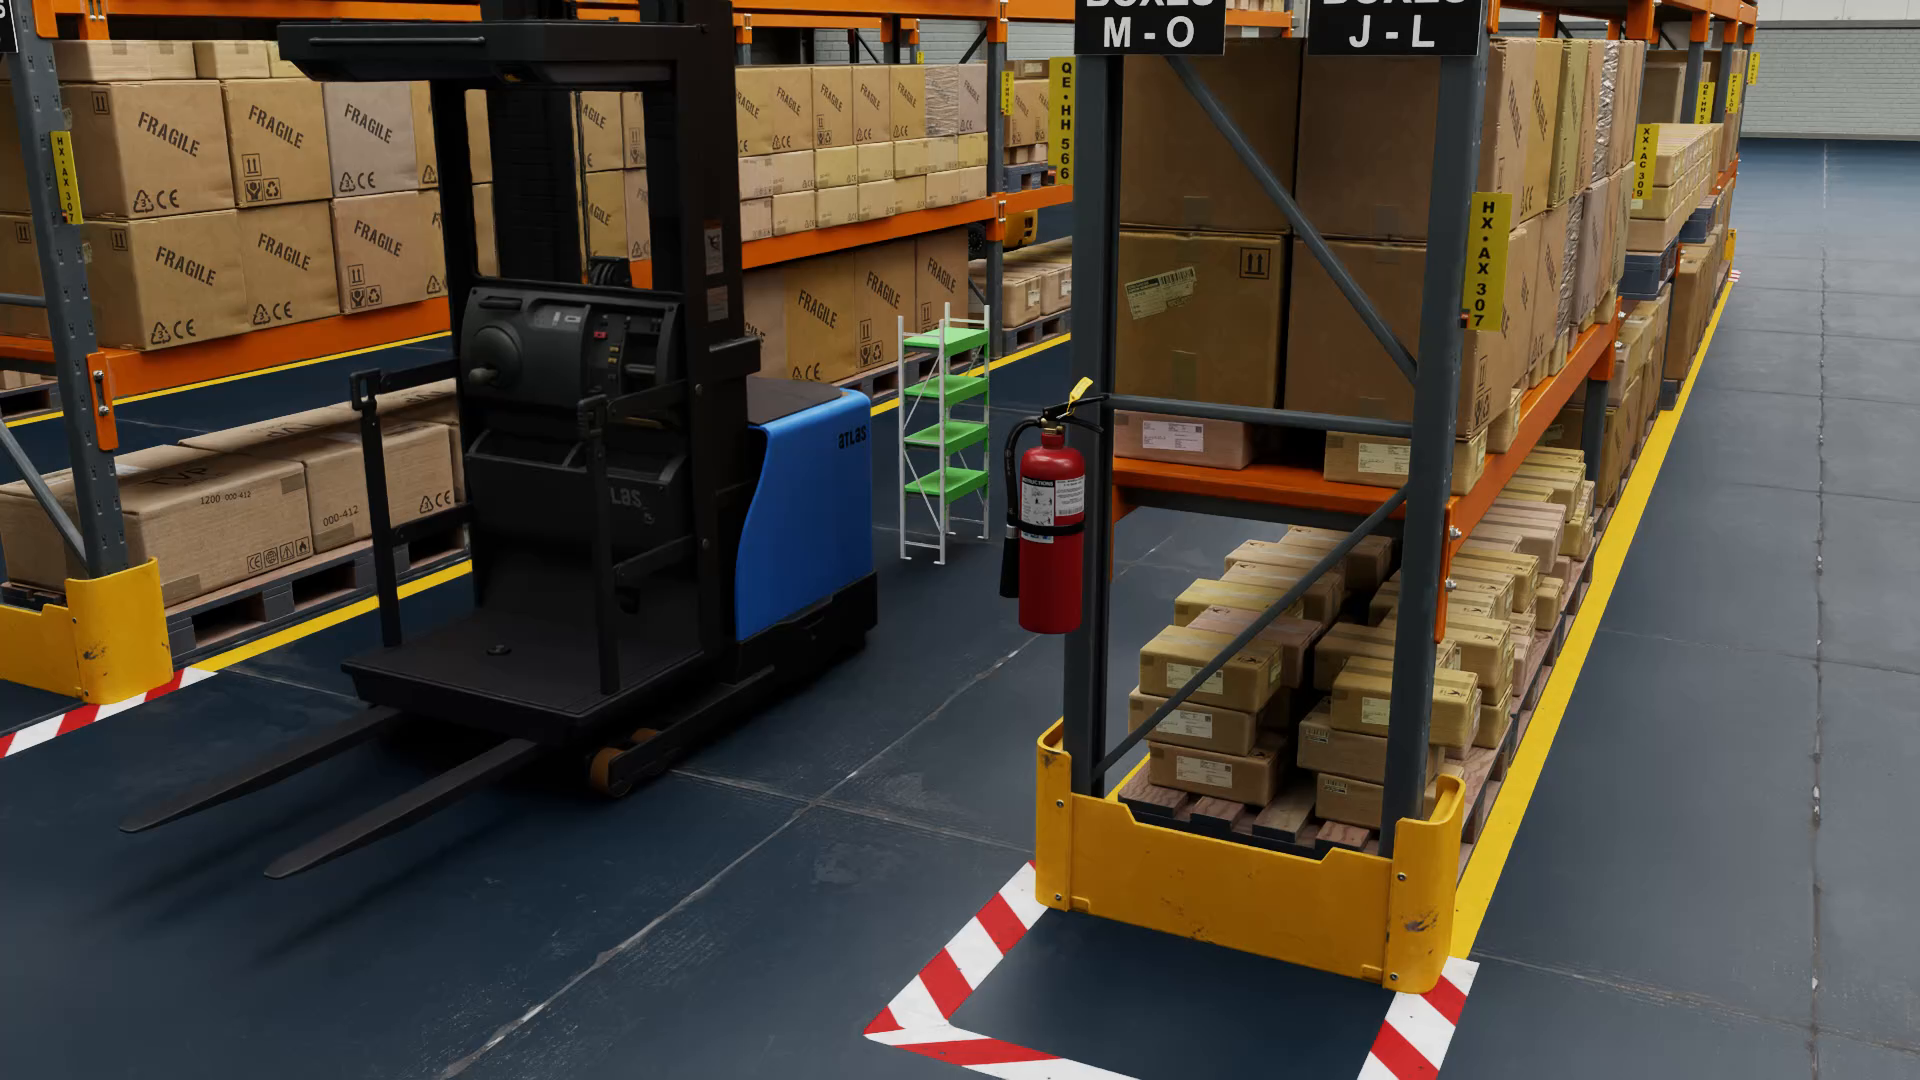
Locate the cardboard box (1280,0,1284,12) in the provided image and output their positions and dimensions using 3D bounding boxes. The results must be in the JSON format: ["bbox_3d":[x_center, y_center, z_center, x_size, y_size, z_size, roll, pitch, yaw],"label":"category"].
[{"bbox_3d":[3.534,-6.187,19.261,0.380,0.149,0.250,8,18,26],"label":"cardboard box"}]

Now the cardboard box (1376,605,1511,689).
[{"bbox_3d":[1.548,0.340,5.337,0.380,0.149,0.250,8,18,25],"label":"cardboard box"}]

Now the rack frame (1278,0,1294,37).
[{"bbox_3d":[3.443,-4.996,20.078,1.000,3.000,0.127,8,18,25],"label":"rack frame"}]

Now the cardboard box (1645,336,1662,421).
[{"bbox_3d":[4.046,-1.025,10.360,0.500,0.500,0.500,9,19,28],"label":"cardboard box"}]

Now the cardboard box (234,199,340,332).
[{"bbox_3d":[-3.034,-1.187,7.077,0.500,0.500,0.500,8,18,25],"label":"cardboard box"}]

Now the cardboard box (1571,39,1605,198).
[{"bbox_3d":[1.902,-1.457,5.706,0.500,0.500,0.500,7,18,24],"label":"cardboard box"}]

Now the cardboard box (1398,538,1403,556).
[{"bbox_3d":[1.639,-0.057,6.674,0.380,0.149,0.250,7,18,23],"label":"cardboard box"}]

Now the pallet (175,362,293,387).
[{"bbox_3d":[-6.032,-1.446,13.021,1.003,0.211,1.213,8,18,25],"label":"pallet"}]

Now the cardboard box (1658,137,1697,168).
[{"bbox_3d":[3.719,-2.073,8.895,0.380,0.149,0.250,9,19,27],"label":"cardboard box"}]

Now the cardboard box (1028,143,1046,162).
[{"bbox_3d":[0.499,-3.230,13.836,0.380,0.149,0.250,7,18,22],"label":"cardboard box"}]

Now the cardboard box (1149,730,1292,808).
[{"bbox_3d":[0.815,0.688,5.210,0.380,0.149,0.250,8,19,26],"label":"cardboard box"}]

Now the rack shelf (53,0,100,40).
[{"bbox_3d":[-7.255,-3.154,9.870,1.077,0.370,4.000,8,18,25],"label":"rack shelf"}]

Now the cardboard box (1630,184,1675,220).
[{"bbox_3d":[3.142,-1.601,7.828,0.380,0.149,0.250,8,19,26],"label":"cardboard box"}]

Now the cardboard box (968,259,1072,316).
[{"bbox_3d":[0.452,-2.232,14.648,0.950,0.372,0.625,8,18,24],"label":"cardboard box"}]

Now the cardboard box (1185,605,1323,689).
[{"bbox_3d":[0.940,0.339,5.338,0.380,0.149,0.250,8,19,26],"label":"cardboard box"}]

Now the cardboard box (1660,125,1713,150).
[{"bbox_3d":[4.418,-2.474,10.244,0.380,0.149,0.250,8,18,25],"label":"cardboard box"}]

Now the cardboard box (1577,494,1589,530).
[{"bbox_3d":[2.588,-0.122,7.414,0.380,0.149,0.250,7,18,23],"label":"cardboard box"}]

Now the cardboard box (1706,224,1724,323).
[{"bbox_3d":[5.932,-2.327,14.304,1.050,0.750,0.750,8,18,25],"label":"cardboard box"}]

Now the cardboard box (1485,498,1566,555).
[{"bbox_3d":[2.220,-0.061,6.685,0.380,0.149,0.250,7,18,23],"label":"cardboard box"}]

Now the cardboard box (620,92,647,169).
[{"bbox_3d":[-1.883,-2.312,9.108,0.500,0.500,0.500,8,18,25],"label":"cardboard box"}]

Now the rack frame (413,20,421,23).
[{"bbox_3d":[-4.574,-3.589,15.340,1.000,3.000,0.127,8,18,25],"label":"rack frame"}]

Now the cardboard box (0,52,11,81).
[{"bbox_3d":[-3.725,-1.876,6.501,0.380,0.149,0.250,8,18,26],"label":"cardboard box"}]

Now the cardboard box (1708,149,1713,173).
[{"bbox_3d":[4.528,-2.394,10.499,0.380,0.149,0.250,9,19,27],"label":"cardboard box"}]

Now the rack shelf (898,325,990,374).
[{"bbox_3d":[-0.074,-0.932,8.093,0.258,0.148,0.480,8,18,25],"label":"rack shelf"}]

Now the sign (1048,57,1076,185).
[{"bbox_3d":[0.279,-1.099,4.368,0.100,0.325,0.005,8,18,25],"label":"sign"}]

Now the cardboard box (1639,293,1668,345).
[{"bbox_3d":[4.055,-1.380,10.237,0.500,0.250,0.500,8,18,26],"label":"cardboard box"}]

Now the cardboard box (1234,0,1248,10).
[{"bbox_3d":[2.887,-5.791,17.925,0.380,0.149,0.250,8,18,25],"label":"cardboard box"}]

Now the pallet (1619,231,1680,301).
[{"bbox_3d":[3.026,-1.420,8.374,1.003,0.211,1.213,8,18,25],"label":"pallet"}]

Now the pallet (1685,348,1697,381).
[{"bbox_3d":[5.308,-1.519,13.267,1.003,0.211,1.213,8,18,25],"label":"pallet"}]

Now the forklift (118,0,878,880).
[{"bbox_3d":[-1.480,-0.682,5.673,1.130,2.935,3.031,8,19,26],"label":"forklift"}]

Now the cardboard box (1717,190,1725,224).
[{"bbox_3d":[6.872,-2.938,16.141,0.875,0.875,0.875,8,18,26],"label":"cardboard box"}]

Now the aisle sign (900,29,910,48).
[{"bbox_3d":[-0.707,-6.853,21.762,0.394,0.787,0.004,8,18,25],"label":"aisle sign"}]

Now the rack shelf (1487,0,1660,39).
[{"bbox_3d":[1.661,-1.919,5.714,1.077,0.370,4.000,8,18,25],"label":"rack shelf"}]

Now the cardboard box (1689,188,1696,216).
[{"bbox_3d":[3.955,-1.925,9.442,0.380,0.149,0.250,9,19,27],"label":"cardboard box"}]

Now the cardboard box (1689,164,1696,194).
[{"bbox_3d":[3.839,-2.000,9.170,0.380,0.149,0.250,8,18,24],"label":"cardboard box"}]

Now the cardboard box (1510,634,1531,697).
[{"bbox_3d":[1.866,0.434,6.065,0.380,0.149,0.250,7,18,23],"label":"cardboard box"}]

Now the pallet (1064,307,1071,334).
[{"bbox_3d":[0.765,-2.130,15.326,1.003,0.211,1.213,8,18,25],"label":"pallet"}]

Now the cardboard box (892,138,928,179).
[{"bbox_3d":[-0.557,-2.707,11.754,0.500,0.250,0.500,8,18,24],"label":"cardboard box"}]

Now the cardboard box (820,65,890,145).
[{"bbox_3d":[-0.811,-2.936,11.208,0.500,0.500,0.500,8,18,24],"label":"cardboard box"}]

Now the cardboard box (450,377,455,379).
[{"bbox_3d":[-2.296,-0.767,9.600,0.875,0.438,0.875,8,18,25],"label":"cardboard box"}]

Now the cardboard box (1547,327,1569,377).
[{"bbox_3d":[2.002,-0.705,6.072,0.380,0.149,0.250,9,19,26],"label":"cardboard box"}]

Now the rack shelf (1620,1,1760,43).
[{"bbox_3d":[7.023,-4.976,16.005,1.077,0.370,4.000,8,18,25],"label":"rack shelf"}]

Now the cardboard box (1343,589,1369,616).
[{"bbox_3d":[1.329,0.206,6.310,0.380,0.149,0.250,9,19,28],"label":"cardboard box"}]

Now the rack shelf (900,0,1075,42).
[{"bbox_3d":[0.762,-4.561,14.608,1.077,0.370,4.000,8,18,25],"label":"rack shelf"}]

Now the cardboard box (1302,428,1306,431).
[{"bbox_3d":[0.903,-0.440,5.178,0.380,0.149,0.250,8,18,25],"label":"cardboard box"}]

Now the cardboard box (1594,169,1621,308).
[{"bbox_3d":[2.358,-1.235,6.716,0.500,0.500,0.500,8,18,24],"label":"cardboard box"}]

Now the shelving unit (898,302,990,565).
[{"bbox_3d":[-0.074,-0.533,8.212,0.258,1.200,0.503,8,18,25],"label":"shelving unit"}]

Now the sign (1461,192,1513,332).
[{"bbox_3d":[1.252,-0.663,3.968,0.100,0.325,0.005,8,18,25],"label":"sign"}]

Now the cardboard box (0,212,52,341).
[{"bbox_3d":[-3.728,-1.125,6.870,0.500,0.500,0.500,8,18,26],"label":"cardboard box"}]

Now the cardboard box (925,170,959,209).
[{"bbox_3d":[-0.340,-2.593,12.249,0.500,0.250,0.500,8,19,26],"label":"cardboard box"}]

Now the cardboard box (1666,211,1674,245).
[{"bbox_3d":[3.260,-1.530,8.111,0.380,0.149,0.250,8,19,26],"label":"cardboard box"}]
